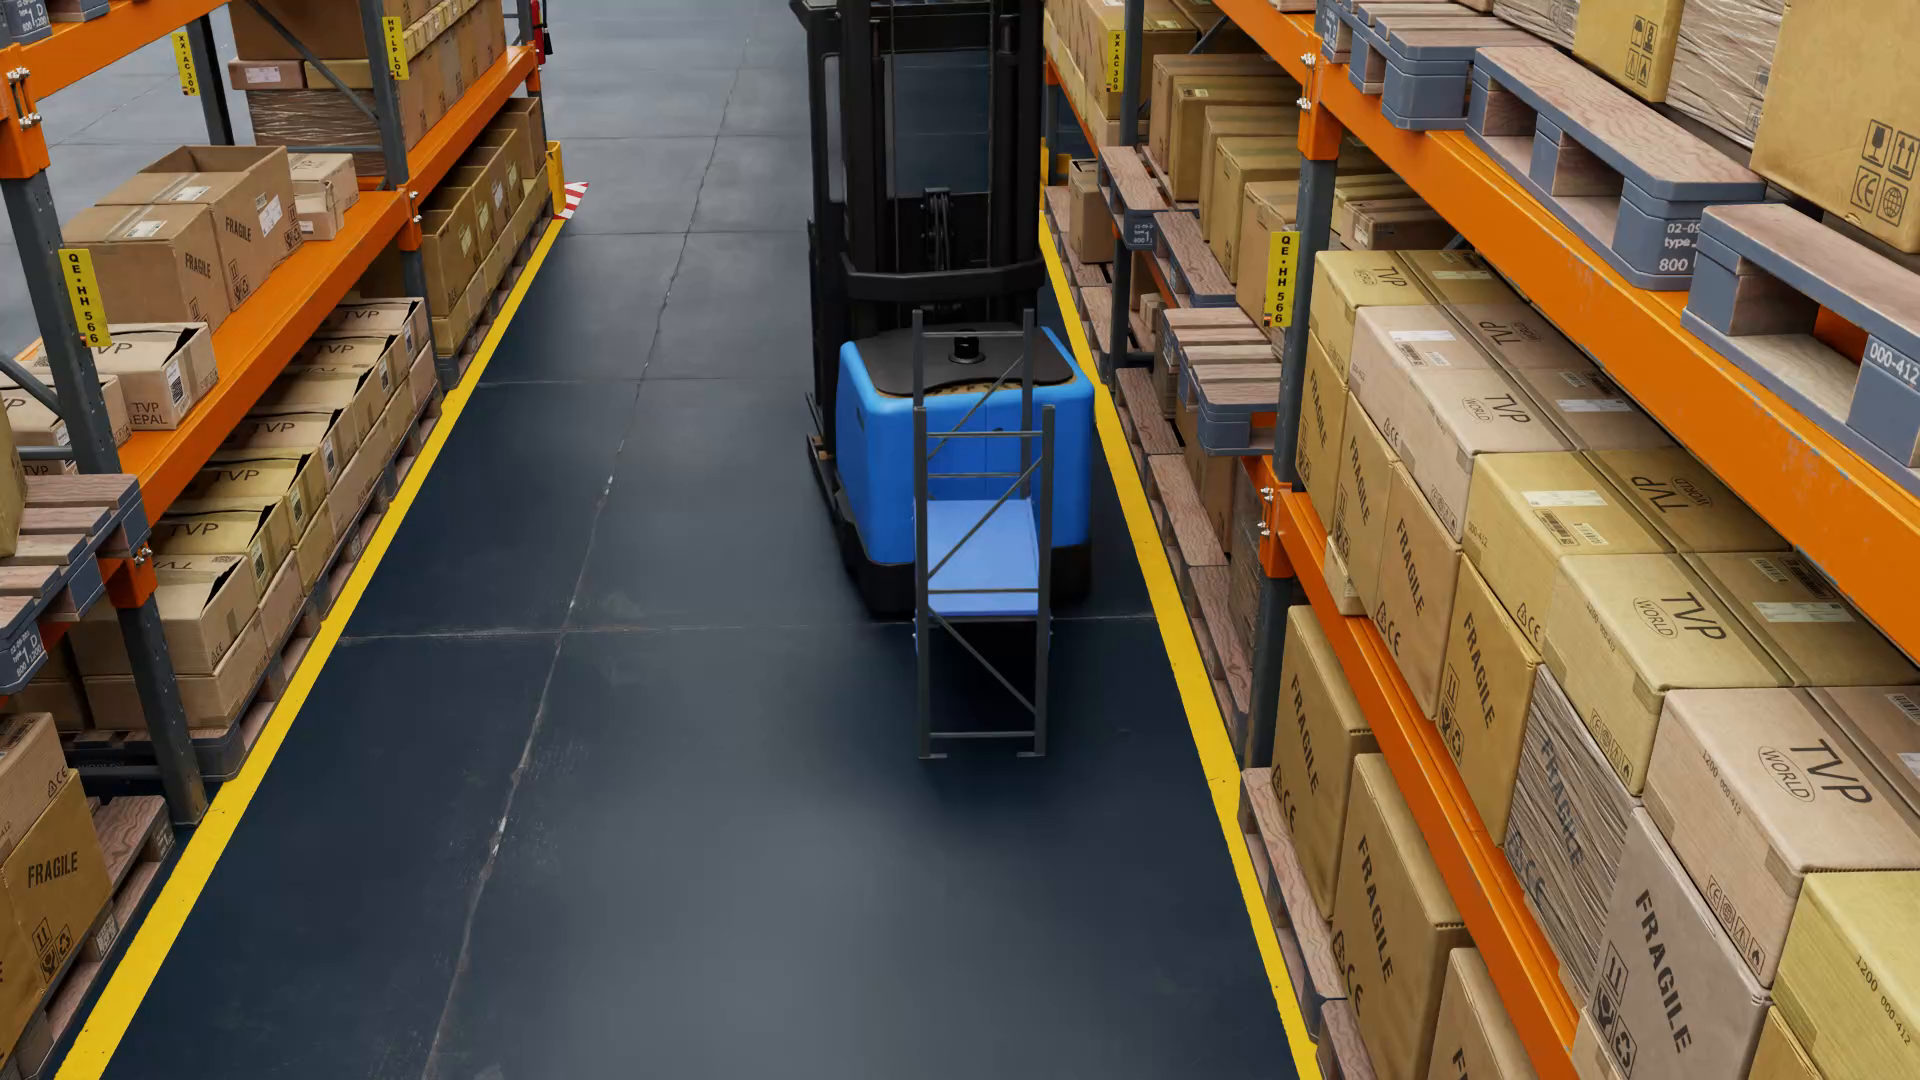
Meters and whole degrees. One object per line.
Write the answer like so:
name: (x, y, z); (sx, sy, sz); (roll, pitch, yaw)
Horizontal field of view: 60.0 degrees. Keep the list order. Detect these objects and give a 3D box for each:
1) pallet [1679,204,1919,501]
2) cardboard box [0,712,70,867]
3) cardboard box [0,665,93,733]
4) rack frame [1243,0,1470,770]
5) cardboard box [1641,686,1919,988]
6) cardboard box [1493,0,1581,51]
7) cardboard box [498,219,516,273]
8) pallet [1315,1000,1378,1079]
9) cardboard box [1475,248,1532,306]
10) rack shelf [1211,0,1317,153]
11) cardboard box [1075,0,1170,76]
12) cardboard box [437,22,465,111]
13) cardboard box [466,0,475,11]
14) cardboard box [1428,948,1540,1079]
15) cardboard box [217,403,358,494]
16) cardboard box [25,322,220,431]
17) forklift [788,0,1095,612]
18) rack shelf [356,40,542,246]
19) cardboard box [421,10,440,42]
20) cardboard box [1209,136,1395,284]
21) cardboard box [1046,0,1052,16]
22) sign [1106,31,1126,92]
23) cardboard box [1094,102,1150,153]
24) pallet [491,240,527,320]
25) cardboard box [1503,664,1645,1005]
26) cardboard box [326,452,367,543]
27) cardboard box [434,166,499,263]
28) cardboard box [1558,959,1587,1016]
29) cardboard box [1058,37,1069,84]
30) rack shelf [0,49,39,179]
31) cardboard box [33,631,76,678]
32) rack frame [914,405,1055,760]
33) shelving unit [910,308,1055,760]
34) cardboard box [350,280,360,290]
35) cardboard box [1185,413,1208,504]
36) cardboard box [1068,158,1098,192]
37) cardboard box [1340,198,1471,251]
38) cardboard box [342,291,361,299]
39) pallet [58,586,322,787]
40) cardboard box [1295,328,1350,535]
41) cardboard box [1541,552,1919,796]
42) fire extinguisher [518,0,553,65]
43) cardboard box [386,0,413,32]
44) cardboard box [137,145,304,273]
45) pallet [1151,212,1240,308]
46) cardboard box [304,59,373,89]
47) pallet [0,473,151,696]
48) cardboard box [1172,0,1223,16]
pallet: (1.716, -0.217, 2.386); (0.805, 0.209, 1.217); (-2, 28, -5)
cardboard box: (-3.052, 0.757, 4.971); (0.500, 0.250, 0.500); (0, 28, -1)
cardboard box: (-3.613, 0.520, 6.529); (0.500, 0.250, 0.500); (-1, 28, -1)
rack frame: (1.605, -0.397, 5.768); (1.000, 3.000, 0.127); (-1, 28, -3)
cardboard box: (1.517, 0.486, 2.811); (0.500, 0.250, 0.500); (-1, 28, -2)
cardboard box: (1.767, -1.501, 4.056); (0.700, 0.500, 0.500); (-3, 28, -5)
cardboard box: (-3.346, -2.005, 11.369); (0.500, 0.250, 0.500); (-1, 28, -3)
pallet: (1.631, 1.767, 4.634); (1.003, 0.211, 1.213); (-1, 28, -3)
cardboard box: (1.887, -0.712, 5.109); (0.500, 0.250, 0.500); (-1, 28, -1)
rack shelf: (1.500, -2.332, 7.012); (1.077, 0.370, 4.000); (-1, 28, -3)
cardboard box: (1.015, -3.193, 10.459); (0.500, 0.500, 0.500); (-2, 28, -4)
cardboard box: (-3.665, -3.084, 10.811); (0.700, 0.500, 0.500); (-1, 28, -1)
cardboard box: (-3.496, -3.654, 11.203); (0.380, 0.149, 0.250); (-1, 28, -1)
cardboard box: (1.600, 1.509, 3.983); (0.750, 0.750, 0.750); (-1, 28, -1)
cardboard box: (-3.164, -0.456, 7.793); (0.500, 0.311, 0.500); (-2, 28, -3)
cardboard box: (-3.195, -0.654, 6.357); (0.500, 0.311, 0.500); (-2, 28, -3)
forklift: (-0.210, -1.638, 8.220); (1.130, 2.935, 3.031); (-6, 28, -11)
rack shelf: (-3.655, -2.728, 11.014); (1.077, 0.370, 4.000); (-1, 28, -3)
cardboard box: (-3.443, -3.179, 10.292); (0.380, 0.149, 0.250); (-2, 28, -4)
cardboard box: (1.483, -1.428, 7.161); (0.700, 0.500, 0.500); (-1, 28, -3)
cardboard box: (0.912, -4.139, 12.272); (0.500, 0.500, 0.500); (-1, 28, -3)
sign: (0.854, -2.612, 9.078); (0.100, 0.325, 0.005); (-1, 28, -3)
cardboard box: (1.068, -2.398, 9.745); (0.500, 0.250, 0.500); (-1, 28, -3)
pallet: (-3.617, -1.820, 11.511); (1.003, 0.211, 1.213); (-1, 28, -3)
cardboard box: (1.483, 0.590, 3.423); (0.500, 0.500, 0.500); (-1, 28, -3)
cardboard box: (-3.163, -0.201, 7.911); (0.500, 0.250, 0.500); (-1, 28, -2)
cardboard box: (-3.315, -2.106, 10.753); (0.500, 0.500, 0.500); (-1, 28, -3)
cardboard box: (1.489, 0.931, 3.470); (0.380, 0.149, 0.250); (-1, 28, -3)
cardboard box: (0.957, -3.326, 11.524); (0.500, 0.250, 0.500); (-2, 28, -3)
rack shelf: (-3.238, -0.363, 3.237); (1.077, 0.370, 4.000); (-1, 28, -3)
cardboard box: (-3.615, 0.272, 6.397); (0.500, 0.311, 0.500); (-1, 28, -1)
rack frame: (0.088, 0.195, 6.254); (0.500, 1.500, 0.032); (-1, 28, -2)
shelving unit: (0.071, -0.040, 6.705); (0.538, 1.500, 1.048); (-1, 28, -2)
cardboard box: (-3.808, -1.863, 10.286); (0.500, 0.500, 0.500); (-1, 28, -3)
cardboard box: (1.514, -0.518, 8.226); (0.700, 0.500, 0.500); (-1, 28, -2)
cardboard box: (1.133, -2.773, 12.755); (0.500, 0.311, 0.500); (-4, 28, -8)
cardboard box: (1.557, -1.083, 5.797); (0.380, 0.149, 0.250); (-5, 28, -9)
cardboard box: (-3.793, -1.299, 10.016); (0.500, 0.250, 0.500); (-1, 28, -3)
pallet: (-3.346, 0.579, 6.911); (1.003, 0.211, 1.213); (-1, 28, -3)
cardboard box: (1.374, -0.352, 5.230); (0.500, 0.500, 0.500); (-1, 28, -1)
cardboard box: (1.490, 0.251, 3.263); (0.500, 0.250, 0.500); (-1, 28, -2)
fire extinguisher: (-3.302, -4.002, 12.763); (0.296, 0.674, 0.183); (-1, 28, -3)
cardboard box: (-3.608, -3.181, 9.594); (0.700, 0.500, 0.500); (-1, 28, -3)
cardboard box: (-3.500, -1.569, 7.907); (0.500, 0.500, 0.500); (1, 28, 1)
pallet: (1.460, -1.225, 7.563); (1.003, 0.211, 1.213); (-1, 28, -3)
cardboard box: (-3.372, -2.584, 9.151); (0.380, 0.149, 0.250); (-1, 28, -3)
pallet: (-3.237, 0.120, 4.983); (1.213, 0.211, 1.003); (-1, 28, -3)
cardboard box: (1.557, -2.980, 10.051); (0.500, 0.500, 0.500); (-2, 28, -3)
